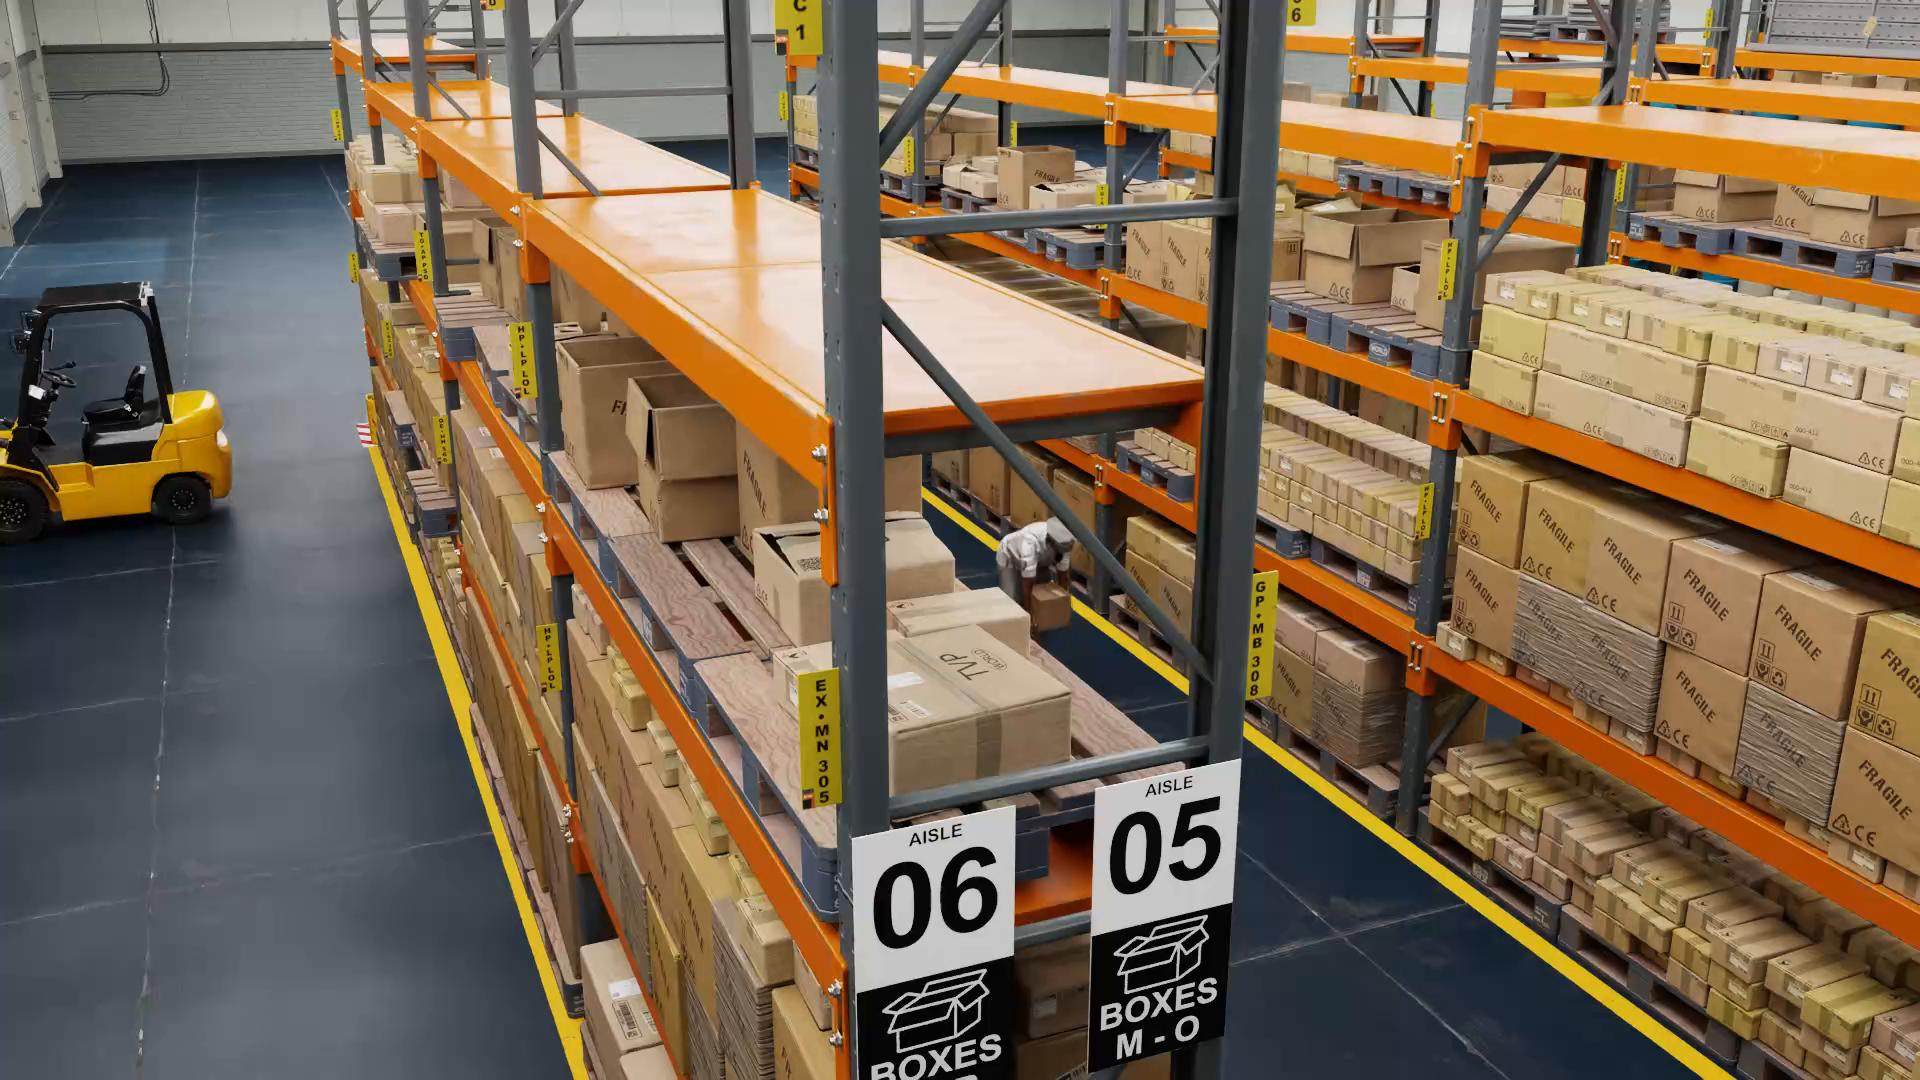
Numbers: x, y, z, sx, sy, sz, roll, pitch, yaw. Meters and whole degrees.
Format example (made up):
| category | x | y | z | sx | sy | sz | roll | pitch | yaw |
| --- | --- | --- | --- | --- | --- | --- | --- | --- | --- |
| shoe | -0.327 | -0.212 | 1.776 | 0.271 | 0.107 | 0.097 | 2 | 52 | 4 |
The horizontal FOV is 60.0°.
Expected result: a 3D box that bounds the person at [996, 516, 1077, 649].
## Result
| category | x | y | z | sx | sy | sz | roll | pitch | yaw |
| --- | --- | --- | --- | --- | --- | --- | --- | --- | --- |
| person | 0.580 | 0.399 | 12.164 | 0.415 | 1.350 | 0.873 | -9 | 21 | -23 |
